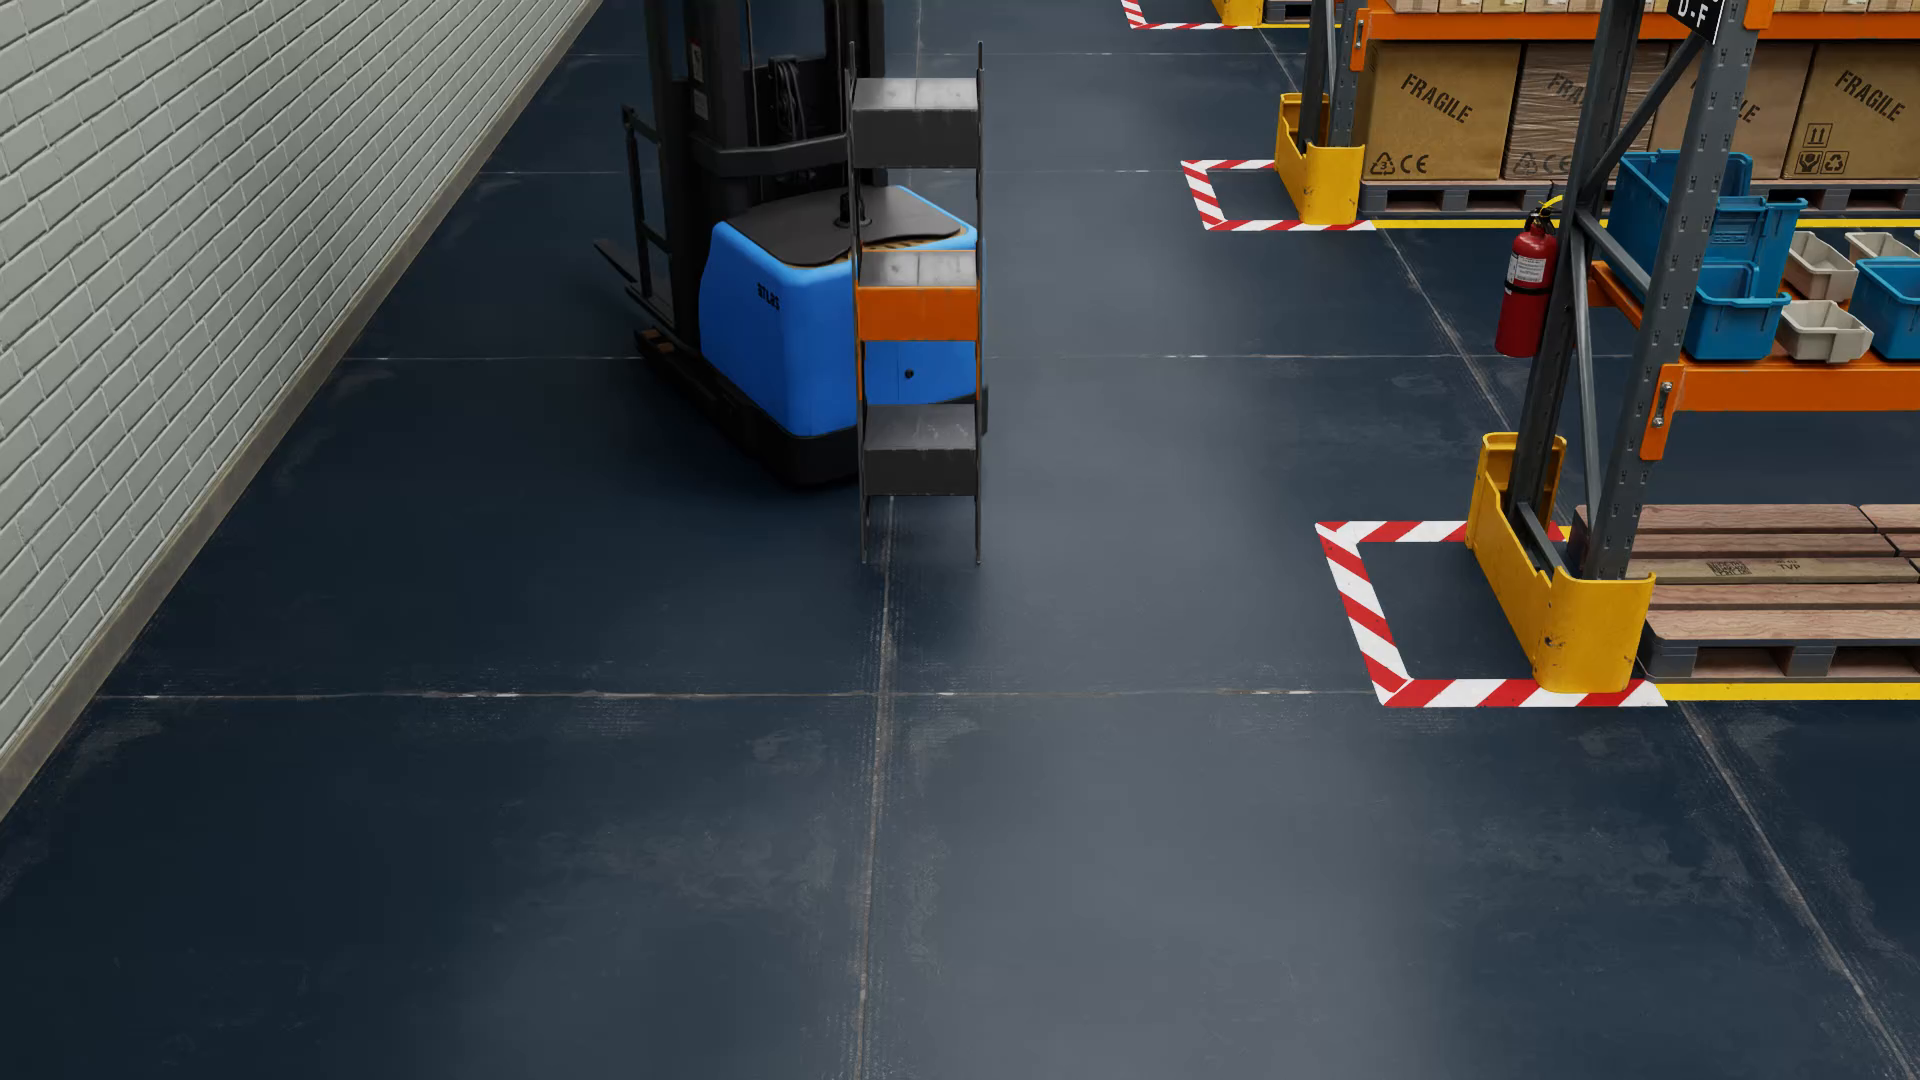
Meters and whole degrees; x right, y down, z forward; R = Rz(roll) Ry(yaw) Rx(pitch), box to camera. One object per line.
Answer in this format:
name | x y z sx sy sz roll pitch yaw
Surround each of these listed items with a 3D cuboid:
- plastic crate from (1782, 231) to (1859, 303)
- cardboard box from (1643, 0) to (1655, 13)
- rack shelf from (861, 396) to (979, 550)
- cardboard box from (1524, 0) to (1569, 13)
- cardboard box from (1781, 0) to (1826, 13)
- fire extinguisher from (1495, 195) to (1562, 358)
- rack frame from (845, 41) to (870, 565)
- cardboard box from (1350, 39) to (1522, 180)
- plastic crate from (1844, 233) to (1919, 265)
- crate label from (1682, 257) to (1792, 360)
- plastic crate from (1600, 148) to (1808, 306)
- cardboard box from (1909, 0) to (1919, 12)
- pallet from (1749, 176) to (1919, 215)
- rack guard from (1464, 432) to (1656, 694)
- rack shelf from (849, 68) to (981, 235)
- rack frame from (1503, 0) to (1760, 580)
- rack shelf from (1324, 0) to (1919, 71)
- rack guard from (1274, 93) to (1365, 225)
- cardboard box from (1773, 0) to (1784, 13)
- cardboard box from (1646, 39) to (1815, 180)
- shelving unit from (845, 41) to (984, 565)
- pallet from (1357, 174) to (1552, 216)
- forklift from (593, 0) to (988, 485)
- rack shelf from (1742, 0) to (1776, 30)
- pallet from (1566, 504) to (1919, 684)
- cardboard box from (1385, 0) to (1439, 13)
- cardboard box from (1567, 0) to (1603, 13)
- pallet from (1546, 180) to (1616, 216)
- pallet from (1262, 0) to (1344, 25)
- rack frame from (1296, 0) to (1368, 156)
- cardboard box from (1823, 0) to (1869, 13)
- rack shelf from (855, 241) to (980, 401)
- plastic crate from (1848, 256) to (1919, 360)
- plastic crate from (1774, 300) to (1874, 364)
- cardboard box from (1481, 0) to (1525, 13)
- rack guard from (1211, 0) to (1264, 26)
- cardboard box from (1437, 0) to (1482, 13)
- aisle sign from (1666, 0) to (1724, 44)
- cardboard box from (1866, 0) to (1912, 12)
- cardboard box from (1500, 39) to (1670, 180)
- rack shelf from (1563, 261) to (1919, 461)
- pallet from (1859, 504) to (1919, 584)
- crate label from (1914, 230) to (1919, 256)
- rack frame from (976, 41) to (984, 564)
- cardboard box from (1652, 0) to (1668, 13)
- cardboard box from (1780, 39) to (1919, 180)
plastic crate | 3.210 -1.022 6.239 0.243 0.136 0.396 0 31 0
cardboard box | 4.008 -3.309 10.055 0.250 0.149 0.380 0 31 -1
rack shelf | -0.166 -0.287 7.075 0.480 0.518 0.431 0 31 0
cardboard box | 3.496 -3.308 10.053 0.250 0.149 0.380 -1 31 -1
cardboard box | 5.034 -3.312 10.060 0.250 0.149 0.380 0 31 1
fire extinguisher | 2.242 -1.055 6.531 0.183 0.674 0.296 0 31 0
rack frame | -0.410 -0.896 6.703 0.015 2.100 0.400 0 31 0
cardboard box | 3.005 -2.896 10.775 0.875 0.875 0.875 0 31 0
plastic crate | 3.500 -1.015 6.228 0.243 0.136 0.396 0 31 0
crate label | 2.644 -0.796 5.774 0.303 0.233 0.416 0 31 0
plastic crate | 2.729 -1.151 6.163 0.499 0.435 0.616 0 31 0
cardboard box | 5.805 -3.315 10.064 0.250 0.149 0.380 0 31 1
pallet | 5.605 -2.440 11.068 1.213 0.211 1.003 0 31 0
rack guard | 2.372 0.063 6.664 0.348 0.500 1.175 0 31 0
rack shelf | -0.166 -1.484 6.348 0.480 0.518 0.431 0 31 0
rack frame | 2.396 -1.012 6.027 0.127 3.000 1.000 0 31 0
rack shelf | 4.366 -3.280 10.458 4.000 0.370 1.077 0 31 0
rack guard | 2.342 -2.513 10.910 0.348 0.500 1.175 0 31 0
cardboard box | 4.778 -3.312 10.058 0.250 0.149 0.380 -1 31 -1
cardboard box | 4.805 -2.902 10.784 0.875 0.875 0.875 0 31 0
shelving unit | -0.166 -0.897 6.704 0.503 2.100 0.431 0 31 0
pallet | 3.165 -2.432 11.056 1.213 0.211 1.003 0 31 0
forklift | -1.064 -2.231 8.101 1.130 2.935 3.031 -18 35 -26
rack shelf | 4.396 -1.993 5.446 4.000 0.370 1.077 0 31 0
pallet | 3.220 0.197 6.721 1.213 0.211 1.003 0 31 0
cardboard box | 2.723 -3.304 10.046 0.250 0.149 0.380 0 31 0
cardboard box | 3.750 -3.308 10.053 0.250 0.149 0.380 -1 31 -1
pallet | 4.382 -2.435 11.059 1.213 0.211 1.003 0 31 0
pallet | 3.325 -4.947 15.200 1.213 0.211 1.003 0 31 0
rack frame | 2.366 -3.582 10.261 0.127 3.000 1.000 0 31 0
cardboard box | 5.291 -3.313 10.061 0.250 0.149 0.380 0 31 1
rack shelf | -0.166 -0.886 6.712 0.480 0.518 0.431 0 31 0
plastic crate | 3.303 -0.798 5.778 0.300 0.233 0.416 0 31 0
plastic crate | 2.966 -0.713 5.730 0.298 0.136 0.250 0 31 0
cardboard box | 3.235 -3.307 10.050 0.250 0.149 0.380 -1 31 -1
rack guard | 2.513 -5.086 15.151 0.348 0.500 1.175 0 31 0
cardboard box | 2.979 -3.306 10.049 0.250 0.149 0.380 -1 31 -1
aisle sign | 2.325 -1.969 5.098 0.004 0.787 0.394 0 31 0
cardboard box | 5.549 -3.314 10.063 0.250 0.149 0.380 -1 31 -1
cardboard box | 3.915 -2.899 10.780 0.875 0.875 0.875 0 31 0
rack shelf | 4.396 -0.711 6.224 4.000 0.370 1.077 0 31 0
pallet | 4.437 0.195 6.725 1.213 0.211 1.003 0 31 0
crate label | 3.778 -1.029 6.250 0.243 0.136 0.396 0 31 0
rack frame | 0.078 -0.898 6.706 0.015 2.100 0.400 0 31 0
cardboard box | 4.261 -3.310 10.055 0.250 0.149 0.380 -1 31 -2
cardboard box | 5.705 -2.905 10.789 0.875 0.875 0.875 0 31 0
